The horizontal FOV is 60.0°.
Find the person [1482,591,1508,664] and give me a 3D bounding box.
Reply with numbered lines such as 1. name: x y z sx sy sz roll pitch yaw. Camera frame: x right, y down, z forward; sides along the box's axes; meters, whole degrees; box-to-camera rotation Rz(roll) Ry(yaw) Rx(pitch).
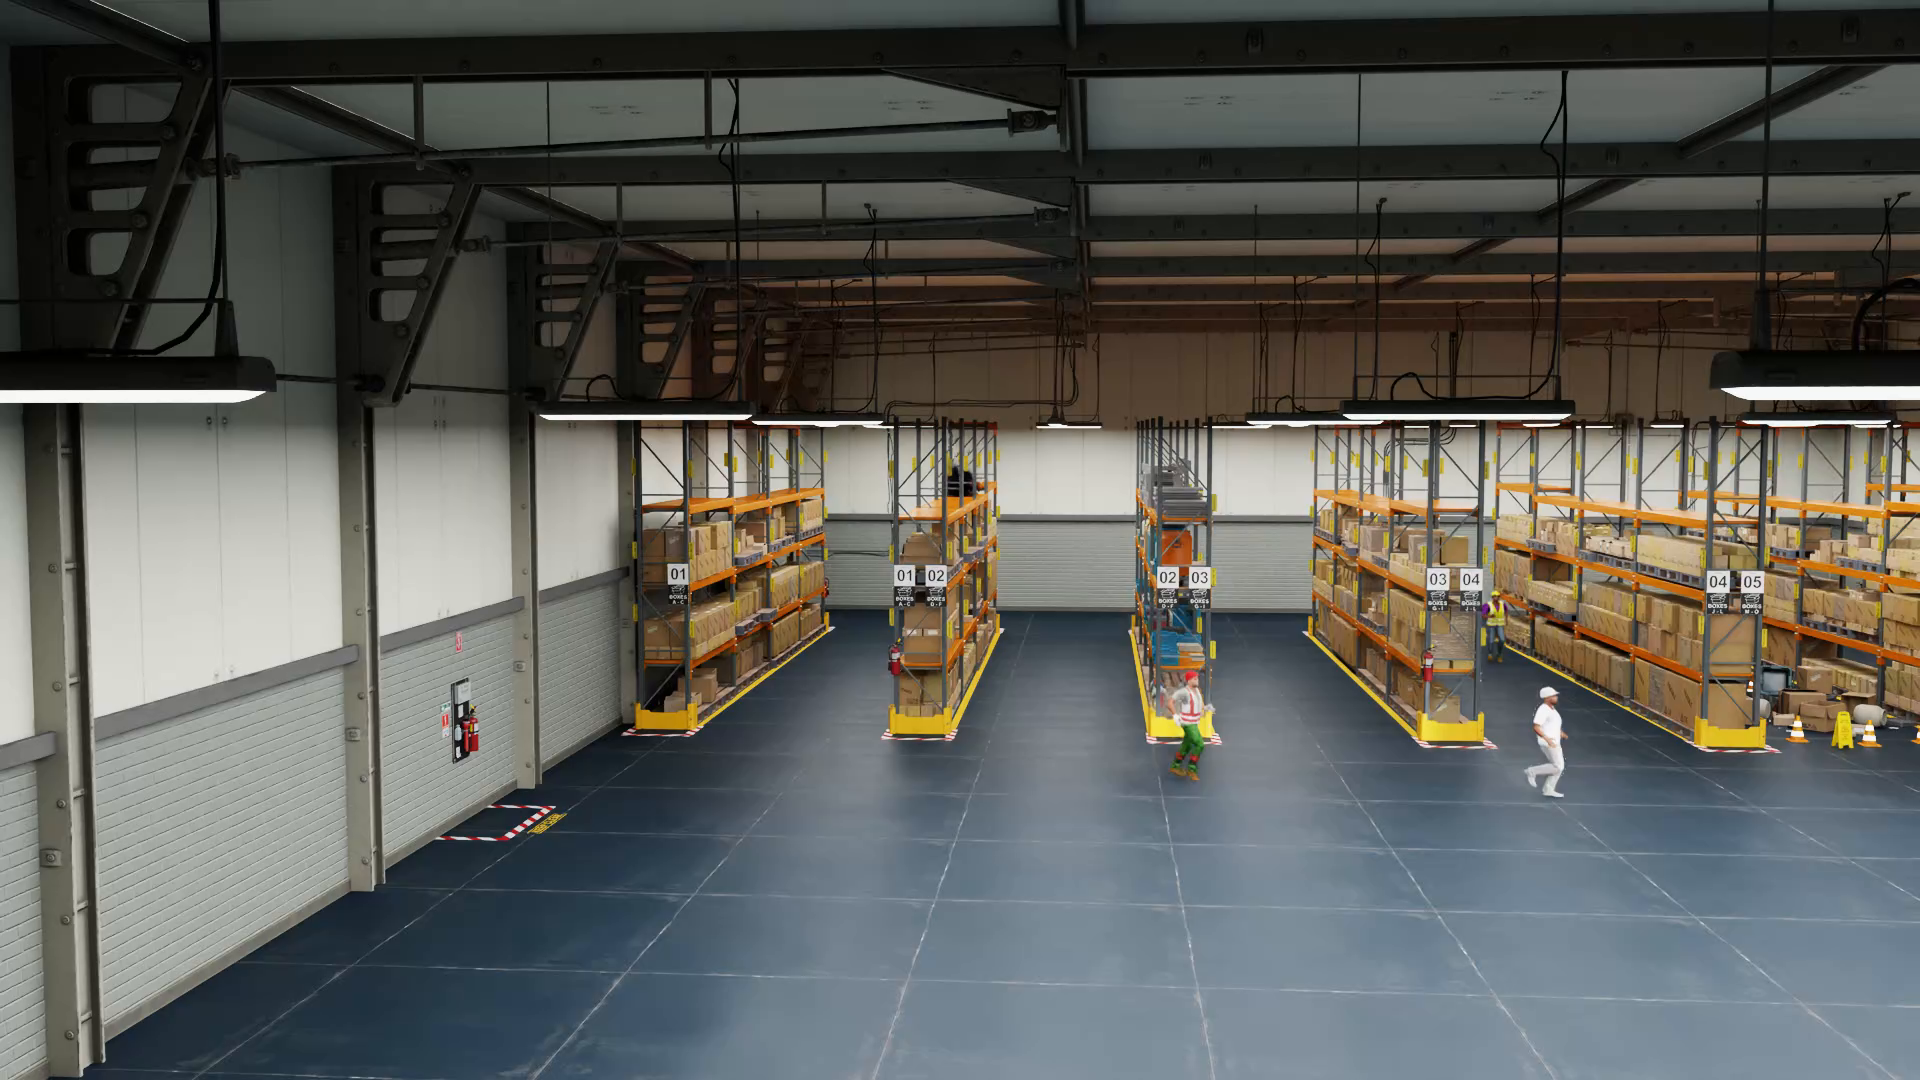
1. person: 13.245 2.162 41.147 0.707 1.817 0.729 0 4 5

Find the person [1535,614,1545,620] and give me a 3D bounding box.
1. person: 16.488 1.794 47.511 0.530 1.650 0.613 0 4 5

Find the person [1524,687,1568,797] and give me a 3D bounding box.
1. person: 9.195 3.162 26.084 0.589 1.721 0.702 2 4 31

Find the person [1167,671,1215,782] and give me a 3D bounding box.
1. person: 3.806 3.056 27.341 0.755 1.834 0.637 2 4 31
